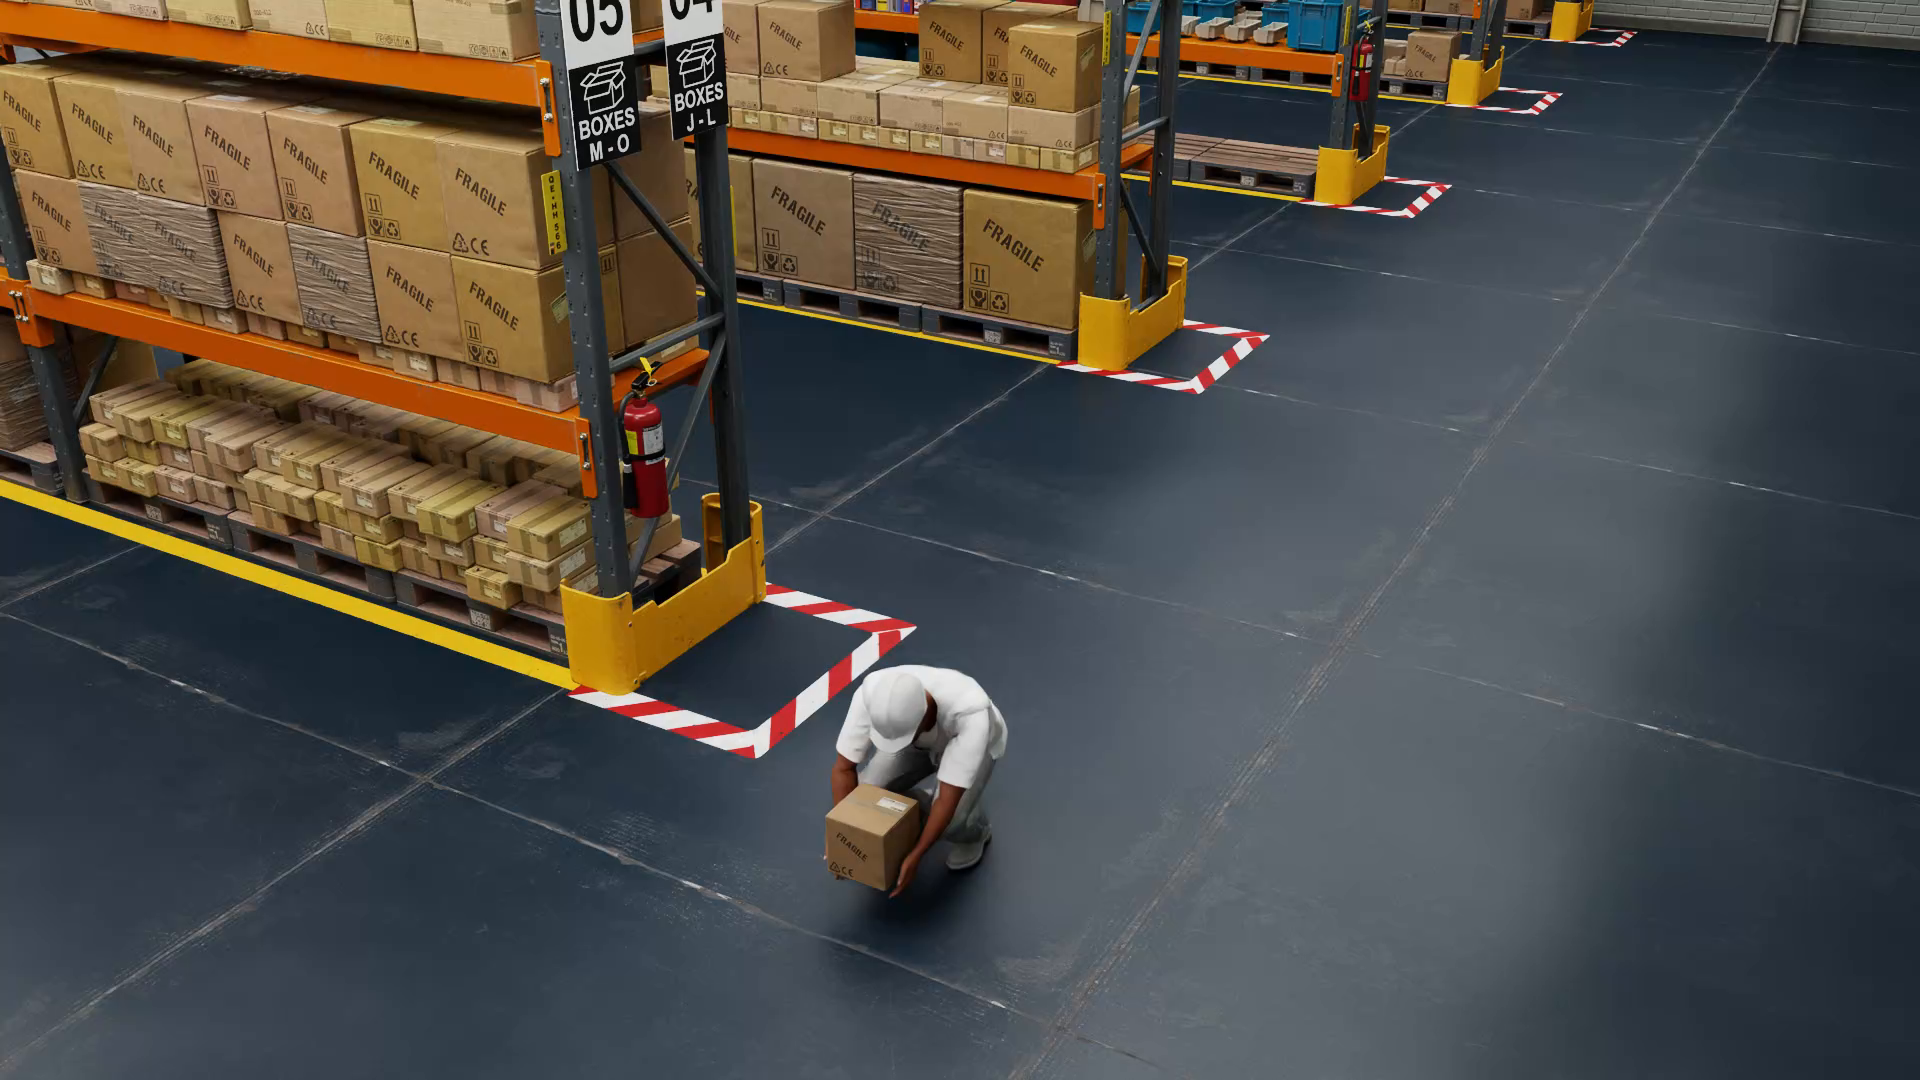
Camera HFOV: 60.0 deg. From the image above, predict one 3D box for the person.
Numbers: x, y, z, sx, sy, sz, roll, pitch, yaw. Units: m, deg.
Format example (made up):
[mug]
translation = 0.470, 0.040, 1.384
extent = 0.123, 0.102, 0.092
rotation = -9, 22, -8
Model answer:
[person]
translation = -0.135, 0.819, 6.314
extent = 0.590, 0.996, 0.883
rotation = 14, 30, 26
